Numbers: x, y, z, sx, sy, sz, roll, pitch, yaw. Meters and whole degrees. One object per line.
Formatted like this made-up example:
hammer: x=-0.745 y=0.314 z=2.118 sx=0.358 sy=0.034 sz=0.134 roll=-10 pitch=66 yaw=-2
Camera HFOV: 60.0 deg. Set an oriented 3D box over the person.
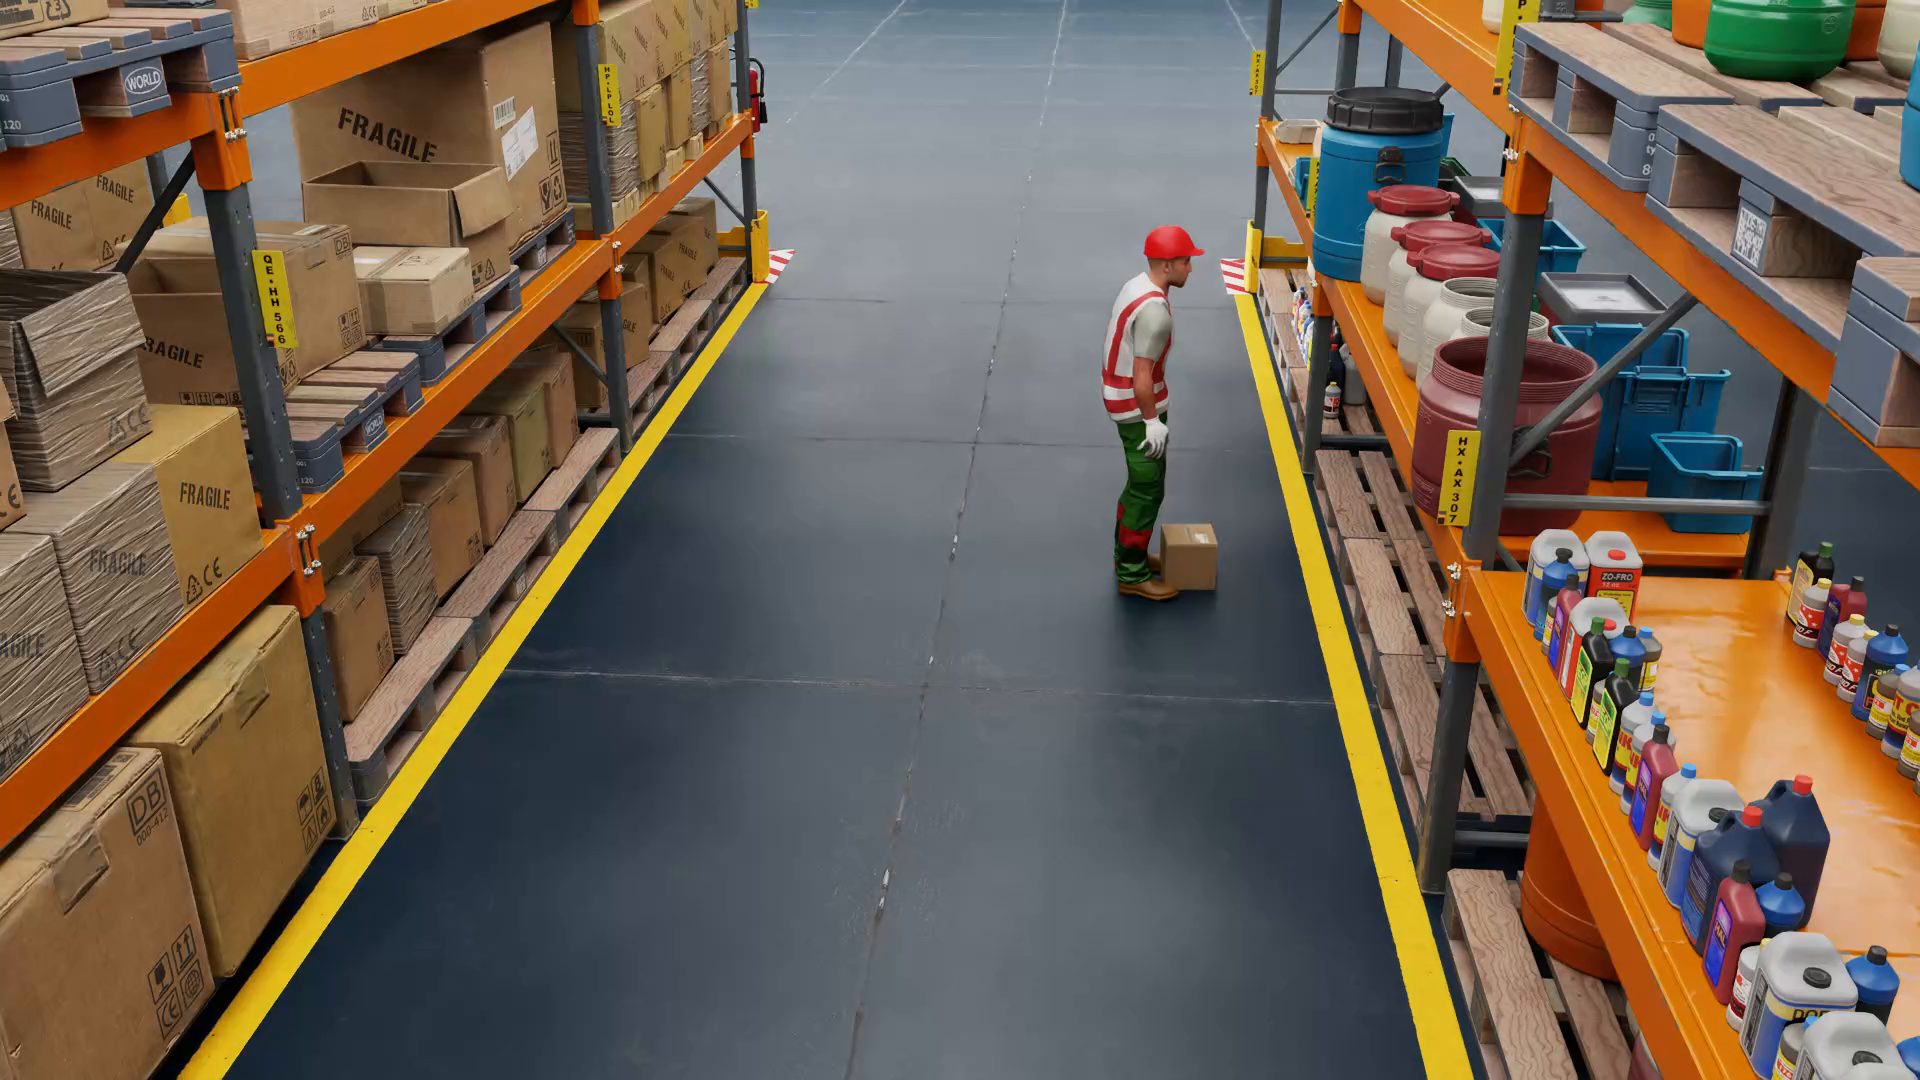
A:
person: x=0.902 y=-0.619 z=7.962 sx=0.453 sy=1.774 sz=0.609 roll=1 pitch=24 yaw=1
